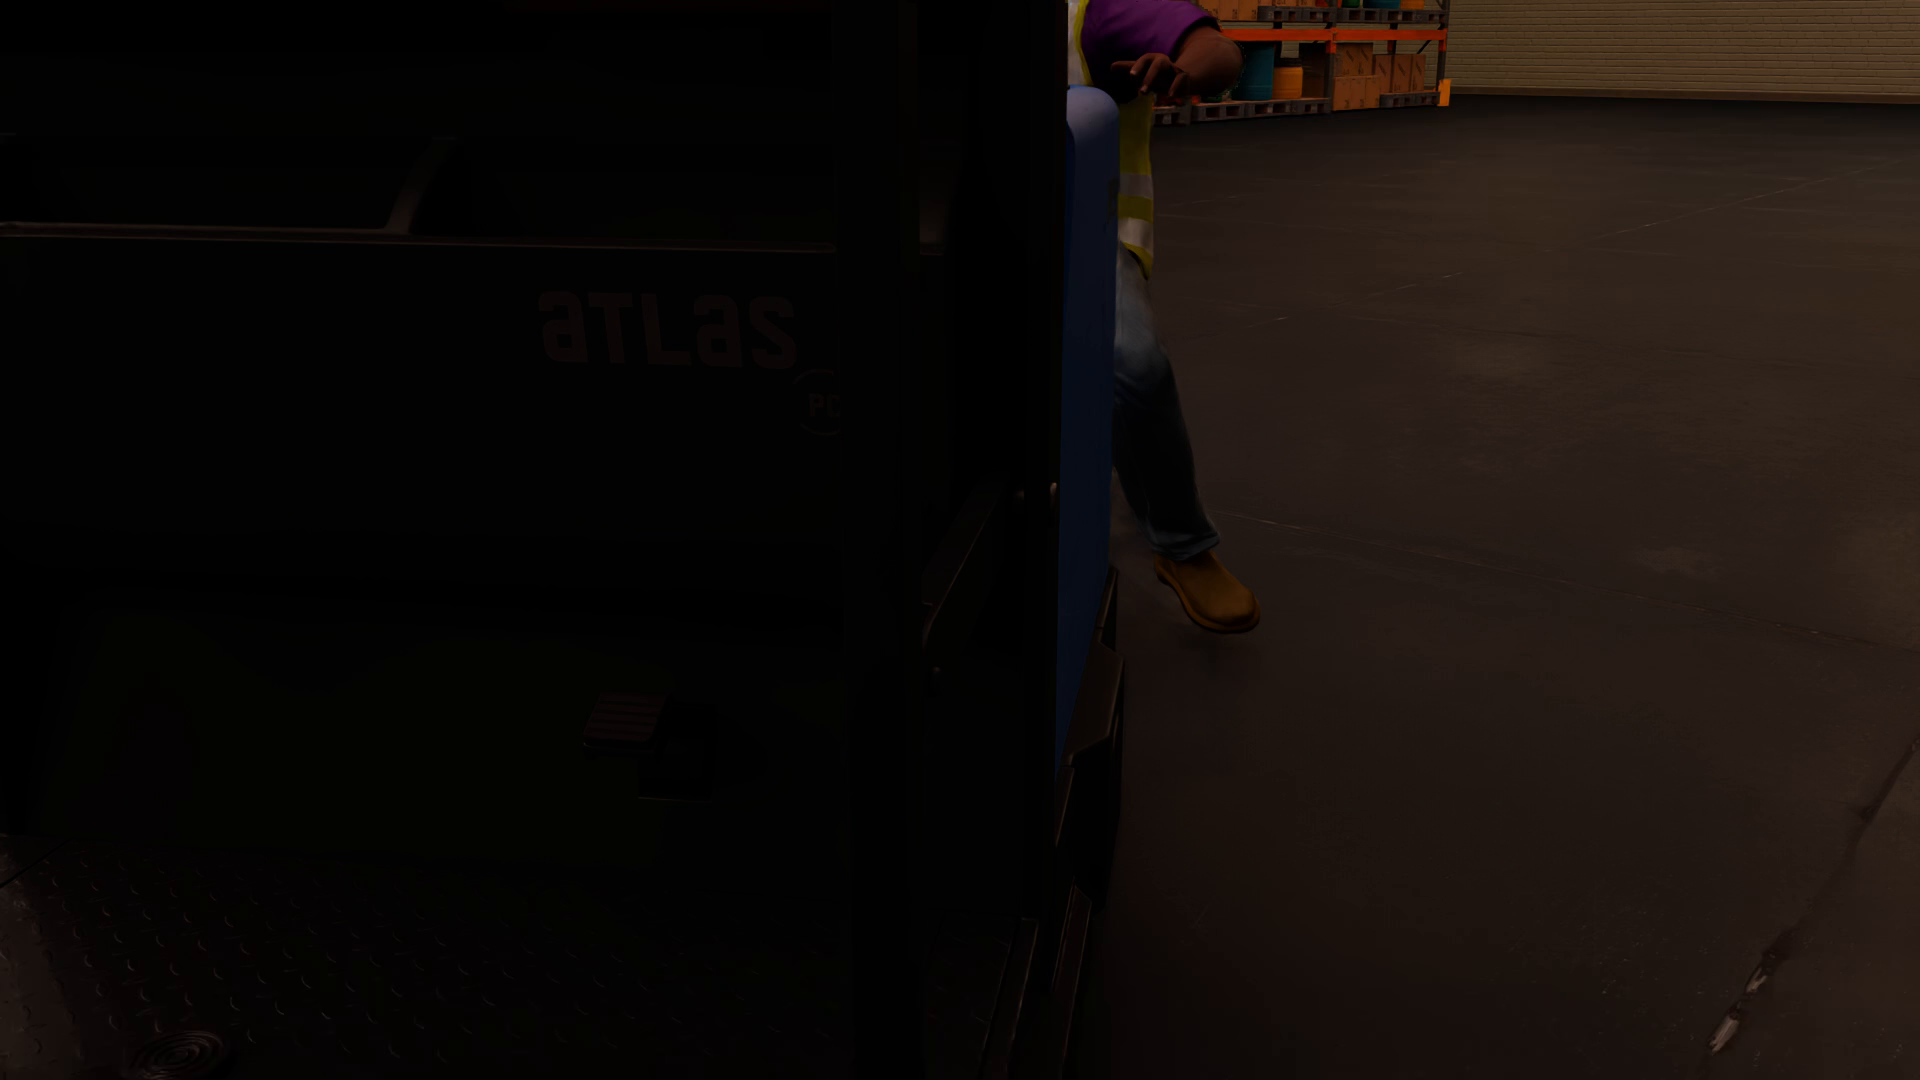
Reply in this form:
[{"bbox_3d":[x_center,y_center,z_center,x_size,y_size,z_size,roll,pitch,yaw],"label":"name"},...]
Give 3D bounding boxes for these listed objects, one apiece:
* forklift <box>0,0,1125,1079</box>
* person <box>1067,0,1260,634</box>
[{"bbox_3d":[-0.491,-0.673,1.115,1.130,2.935,3.031,3,17,9],"label":"forklift"},{"bbox_3d":[0.089,-0.601,3.302,1.133,1.528,0.735,13,21,37],"label":"person"}]
